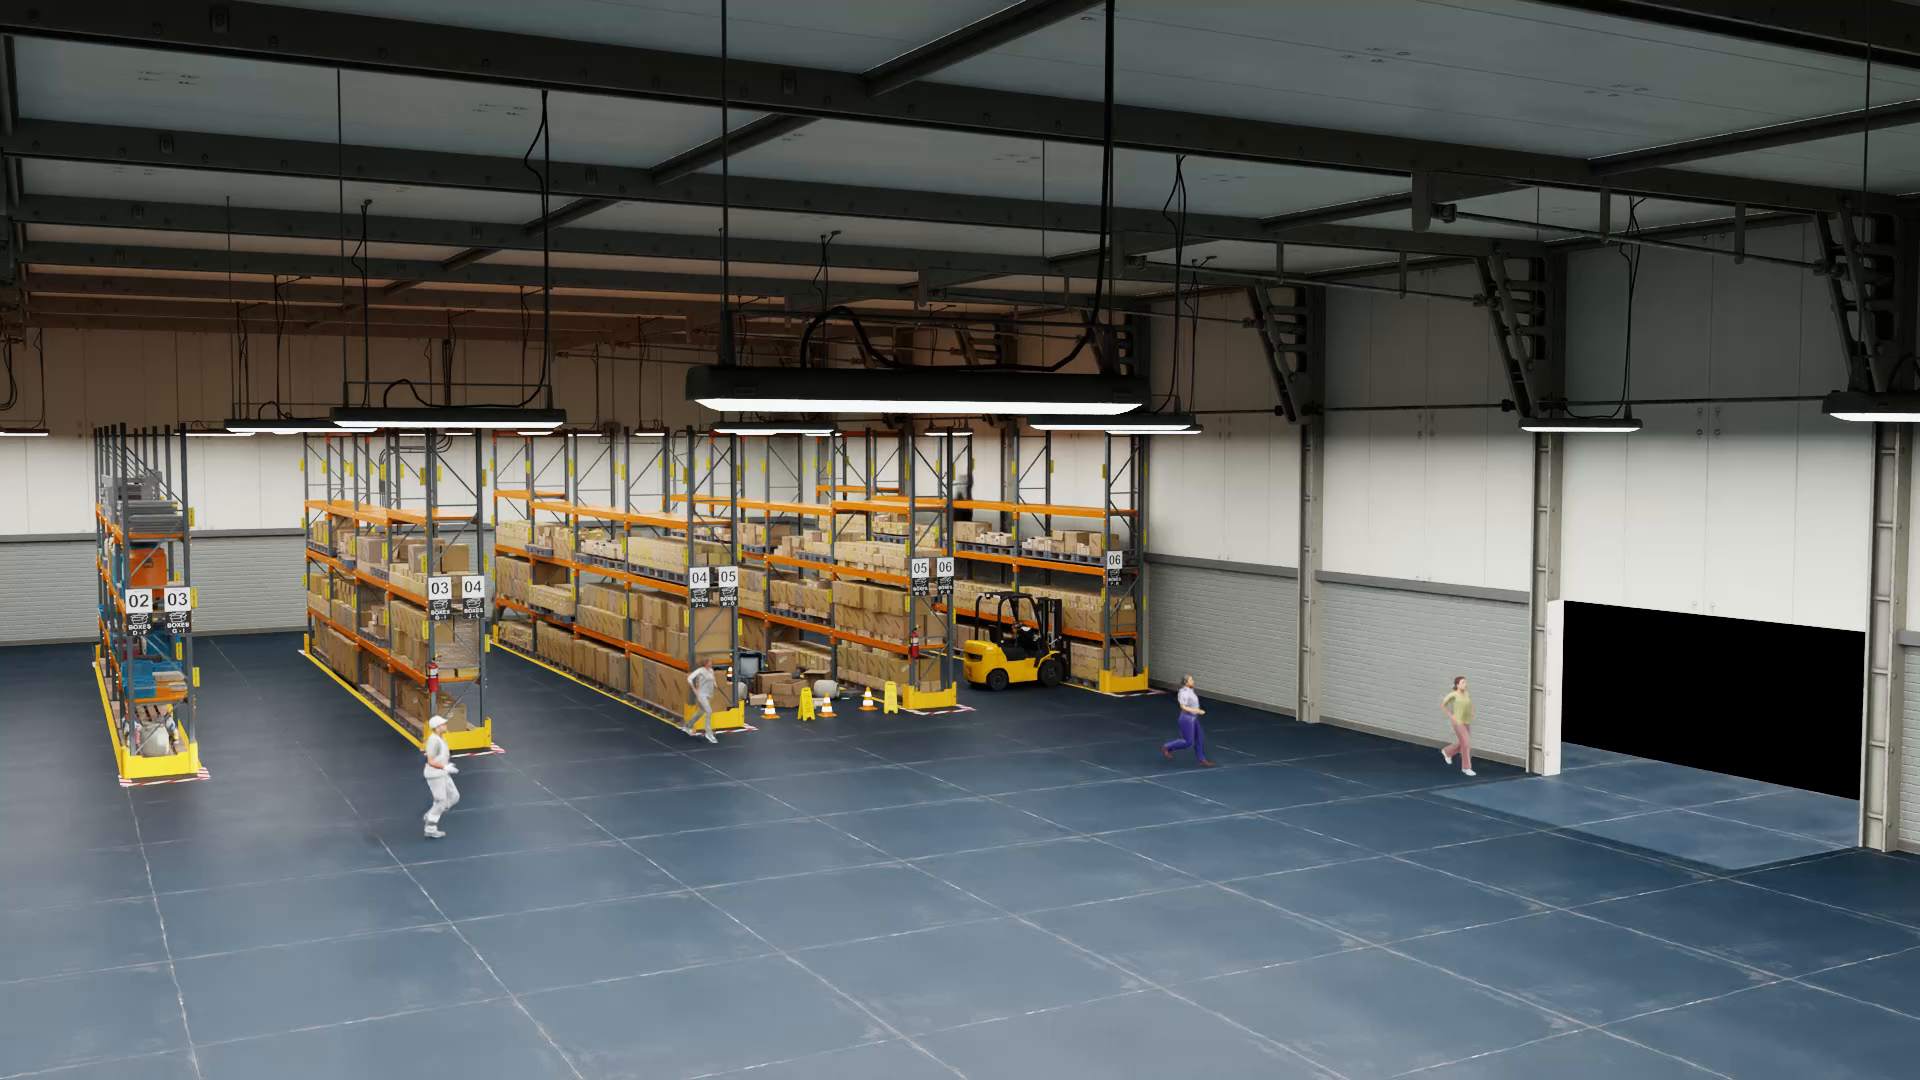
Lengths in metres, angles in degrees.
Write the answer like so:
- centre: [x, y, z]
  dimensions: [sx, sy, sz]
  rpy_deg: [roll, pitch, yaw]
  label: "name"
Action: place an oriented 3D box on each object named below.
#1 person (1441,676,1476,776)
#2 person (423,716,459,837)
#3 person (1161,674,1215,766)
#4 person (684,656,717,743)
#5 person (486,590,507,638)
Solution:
- centre: [8.573, 3.165, 28.591]
  dimensions: [0.588, 1.667, 0.835]
  rpy_deg: [-2, 4, -29]
  label: "person"
- centre: [-7.468, 3.394, 23.904]
  dimensions: [0.572, 1.746, 0.661]
  rpy_deg: [0, 3, -5]
  label: "person"
- centre: [4.004, 3.152, 29.062]
  dimensions: [0.913, 1.614, 0.621]
  rpy_deg: [1, 4, 17]
  label: "person"
- centre: [-4.883, 3.008, 31.678]
  dimensions: [0.818, 1.616, 0.538]
  rpy_deg: [2, 4, 26]
  label: "person"
- centre: [-13.252, 1.946, 47.883]
  dimensions: [0.928, 1.739, 0.712]
  rpy_deg: [-3, 4, -39]
  label: "person"
